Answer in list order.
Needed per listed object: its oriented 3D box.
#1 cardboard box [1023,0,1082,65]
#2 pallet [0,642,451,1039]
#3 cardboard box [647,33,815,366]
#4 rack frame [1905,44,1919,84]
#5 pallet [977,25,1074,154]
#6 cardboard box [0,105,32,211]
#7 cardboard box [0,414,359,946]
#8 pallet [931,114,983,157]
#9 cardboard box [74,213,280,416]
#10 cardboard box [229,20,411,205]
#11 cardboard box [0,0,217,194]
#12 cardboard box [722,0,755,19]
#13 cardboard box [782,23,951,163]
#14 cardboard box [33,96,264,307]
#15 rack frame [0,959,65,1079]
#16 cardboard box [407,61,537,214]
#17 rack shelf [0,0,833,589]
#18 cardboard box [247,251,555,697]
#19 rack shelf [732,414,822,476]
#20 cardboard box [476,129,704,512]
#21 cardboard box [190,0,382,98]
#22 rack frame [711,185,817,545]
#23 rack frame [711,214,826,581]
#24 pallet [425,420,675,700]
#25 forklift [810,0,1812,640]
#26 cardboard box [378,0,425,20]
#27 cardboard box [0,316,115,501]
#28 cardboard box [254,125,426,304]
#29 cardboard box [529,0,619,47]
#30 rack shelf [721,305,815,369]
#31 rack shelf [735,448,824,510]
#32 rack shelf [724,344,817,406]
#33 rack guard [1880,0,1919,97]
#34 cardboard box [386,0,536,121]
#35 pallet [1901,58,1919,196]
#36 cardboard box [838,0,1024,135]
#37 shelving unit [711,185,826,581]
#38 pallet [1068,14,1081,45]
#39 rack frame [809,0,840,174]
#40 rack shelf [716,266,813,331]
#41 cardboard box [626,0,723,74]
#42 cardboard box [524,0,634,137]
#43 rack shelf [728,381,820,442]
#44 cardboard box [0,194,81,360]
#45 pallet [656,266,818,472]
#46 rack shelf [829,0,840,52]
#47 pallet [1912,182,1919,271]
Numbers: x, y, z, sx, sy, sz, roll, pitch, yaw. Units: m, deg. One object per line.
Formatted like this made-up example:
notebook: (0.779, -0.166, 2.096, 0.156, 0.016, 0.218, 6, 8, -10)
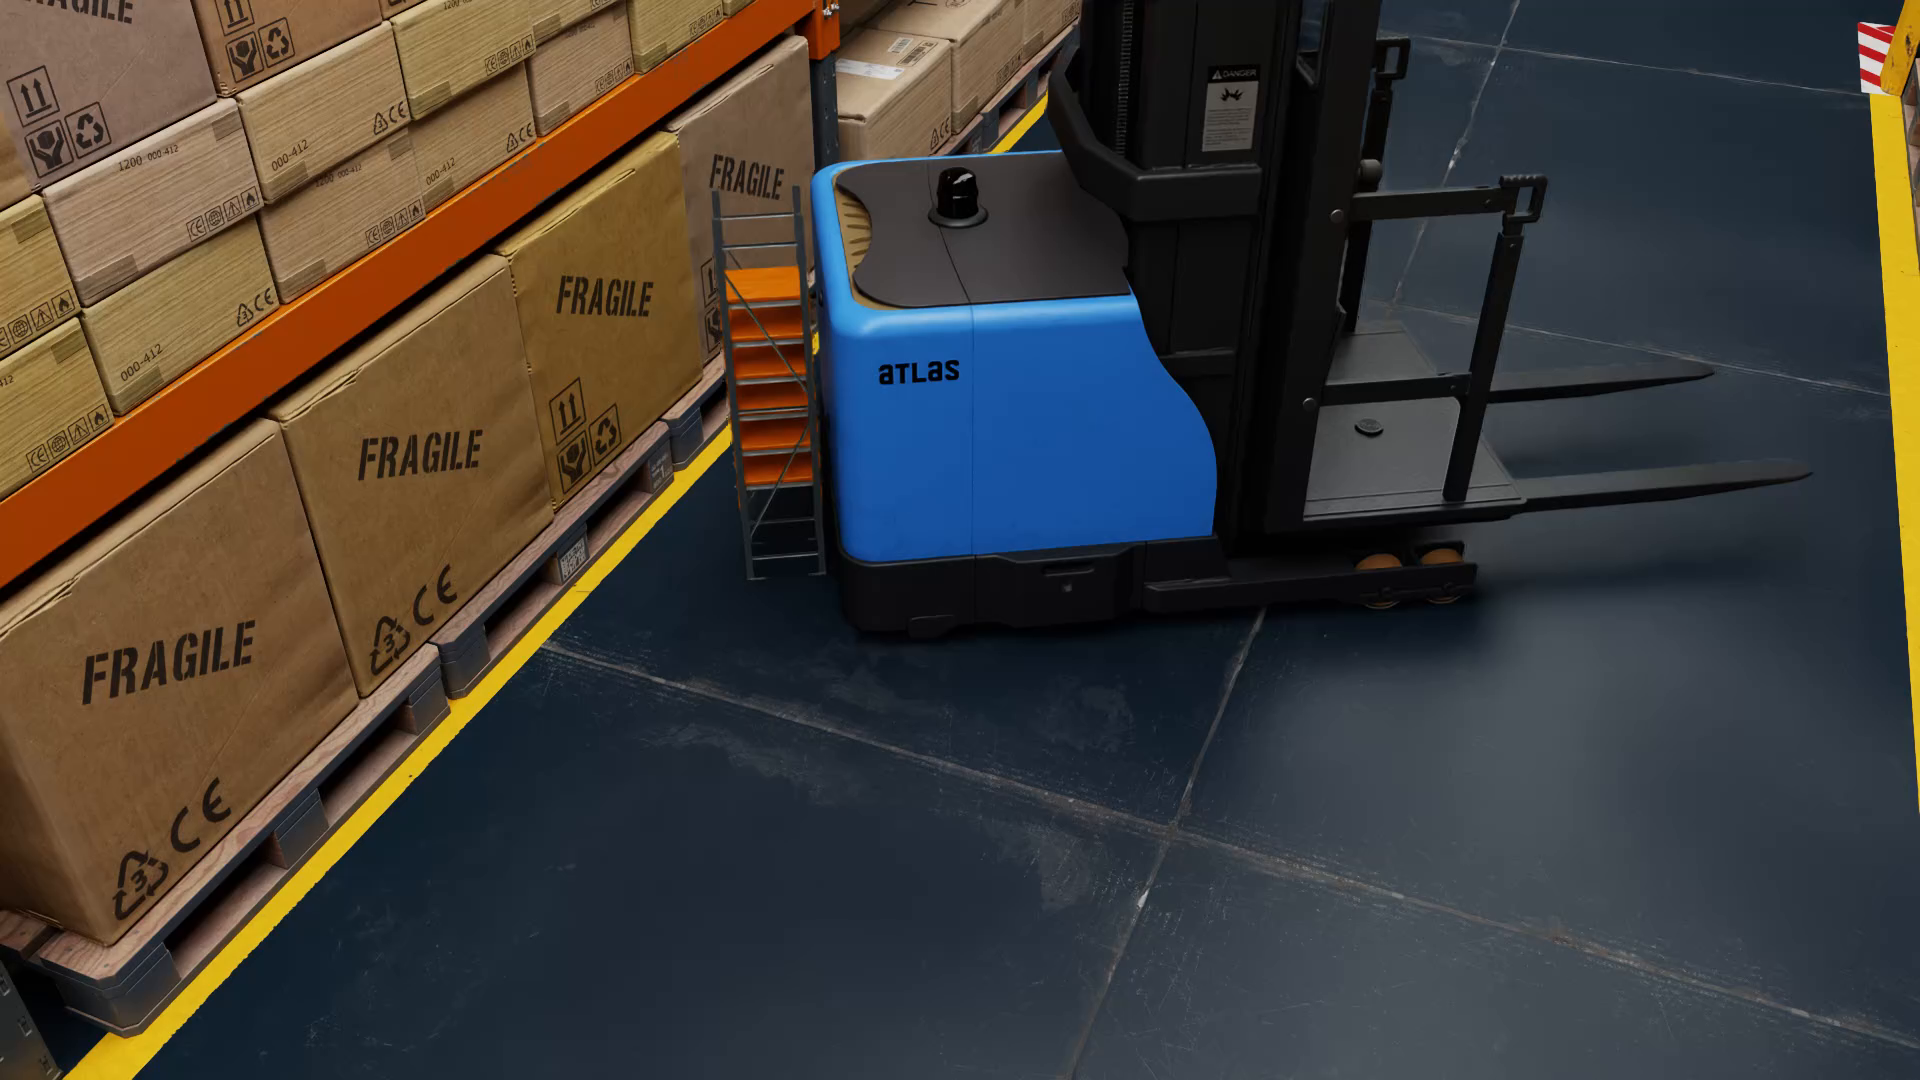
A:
cardboard box: (0.083, -2.774, 8.245, 0.875, 0.438, 0.875, 15, 39, 19)
pallet: (-2.092, 0.598, 4.274, 1.003, 0.211, 1.213, 14, 39, 18)
cardboard box: (-1.102, -1.270, 5.868, 0.875, 0.875, 0.875, 15, 39, 19)
rack frame: (5.174, -3.400, 7.294, 1.000, 3.000, 0.127, 14, 39, 18)
pallet: (-0.116, -2.278, 8.122, 1.003, 0.211, 1.213, 14, 39, 18)
cardboard box: (-2.048, -0.758, 2.840, 0.500, 0.500, 0.500, 13, 39, 16)
cardboard box: (-2.122, 0.220, 3.875, 0.875, 0.875, 0.875, 14, 39, 17)
pallet: (-0.578, -1.601, 7.215, 1.003, 0.211, 1.213, 14, 39, 18)
cardboard box: (-1.864, -0.542, 3.594, 0.500, 0.250, 0.500, 13, 39, 16)
cardboard box: (-1.642, -1.023, 3.821, 0.500, 0.250, 0.500, 14, 39, 18)
cardboard box: (-1.868, -1.034, 3.210, 0.500, 0.500, 0.500, 14, 39, 18)
cardboard box: (-0.878, -1.949, 5.477, 0.500, 0.250, 0.500, 13, 39, 17)
cardboard box: (-0.602, -1.780, 6.915, 0.875, 0.438, 0.875, 13, 39, 17)
cardboard box: (-1.843, -0.750, 3.456, 0.500, 0.250, 0.500, 15, 39, 19)
rack frame: (-2.462, -0.100, 2.878, 1.000, 3.000, 0.127, 14, 39, 18)
cardboard box: (-1.475, -1.105, 4.348, 0.500, 0.250, 0.500, 14, 39, 18)
rack shelf: (-1.701, -0.919, 4.575, 1.077, 0.370, 4.000, 14, 39, 18)
cardboard box: (-1.779, -0.273, 4.534, 0.875, 0.875, 0.875, 14, 39, 18)
rack shelf: (-0.543, -0.290, 4.909, 0.258, 0.103, 0.180, -4, 37, -6)
cardboard box: (-1.439, -0.768, 5.196, 0.875, 0.875, 0.875, 15, 39, 19)
cardboard box: (-1.657, -1.317, 3.588, 0.500, 0.500, 0.500, 15, 39, 19)
rack frame: (-0.555, -0.476, 4.884, 0.240, 1.200, 0.006, -4, 37, -6)
rack frame: (-0.532, -0.369, 4.738, 0.240, 1.200, 0.006, -4, 37, -6)
pallet: (-1.627, -0.075, 5.174, 1.003, 0.211, 1.213, 14, 39, 18)
forklift: (1.099, -1.277, 4.511, 3.031, 2.935, 1.130, -5, 37, -6)
cardboard box: (-1.462, -1.596, 3.961, 0.500, 0.500, 0.500, 14, 39, 18)
cardboard box: (-2.043, -0.253, 3.209, 0.500, 0.250, 0.500, 13, 39, 17)
cardboard box: (-1.659, -0.831, 3.981, 0.500, 0.250, 0.500, 15, 39, 19)
cardboard box: (-1.258, -1.589, 4.577, 0.500, 0.250, 0.500, 15, 39, 19)
rack shelf: (-0.544, -0.580, 4.695, 0.258, 0.103, 0.180, -4, 37, -6)
rack shelf: (-0.542, -0.193, 4.980, 0.258, 0.103, 0.180, -4, 37, -6)
rack shelf: (-0.544, -0.483, 4.767, 0.258, 0.103, 0.180, -4, 37, -6)
rack guard: (5.145, -2.357, 7.986, 1.175, 0.500, 0.348, 14, 39, 18)
cardboard box: (-1.437, -1.301, 4.193, 0.500, 0.250, 0.500, 15, 39, 19)
pallet: (4.842, -1.800, 7.482, 1.003, 0.211, 1.213, 14, 39, 18)
cardboard box: (-0.262, -2.275, 7.578, 0.875, 0.438, 0.875, 13, 39, 16)
shelving unit: (-0.544, -0.423, 4.811, 0.258, 1.200, 0.189, -4, 37, -6)
pallet: (0.350, -2.952, 9.023, 1.003, 0.211, 1.213, 14, 39, 18)
rack frame: (-0.940, -2.314, 5.841, 1.000, 3.000, 0.127, 14, 39, 18)
rack shelf: (-0.545, -0.677, 4.624, 0.258, 0.103, 0.180, -4, 37, -6)
cardboard box: (-1.072, -1.667, 5.100, 0.500, 0.250, 0.500, 13, 39, 17)
cardboard box: (-1.282, -1.392, 4.732, 0.500, 0.250, 0.500, 13, 39, 17)
rack shelf: (-0.543, -0.387, 4.838, 0.258, 0.103, 0.180, -4, 37, -6)
cardboard box: (-2.041, -0.464, 3.073, 0.500, 0.250, 0.500, 14, 39, 17)
pallet: (-1.164, -0.753, 6.081, 1.003, 0.211, 1.213, 14, 39, 18)
rack shelf: (-0.179, -3.134, 7.538, 1.077, 0.370, 4.000, 14, 39, 18)
pallet: (4.377, -1.127, 6.581, 1.003, 0.211, 1.213, 14, 39, 18)
